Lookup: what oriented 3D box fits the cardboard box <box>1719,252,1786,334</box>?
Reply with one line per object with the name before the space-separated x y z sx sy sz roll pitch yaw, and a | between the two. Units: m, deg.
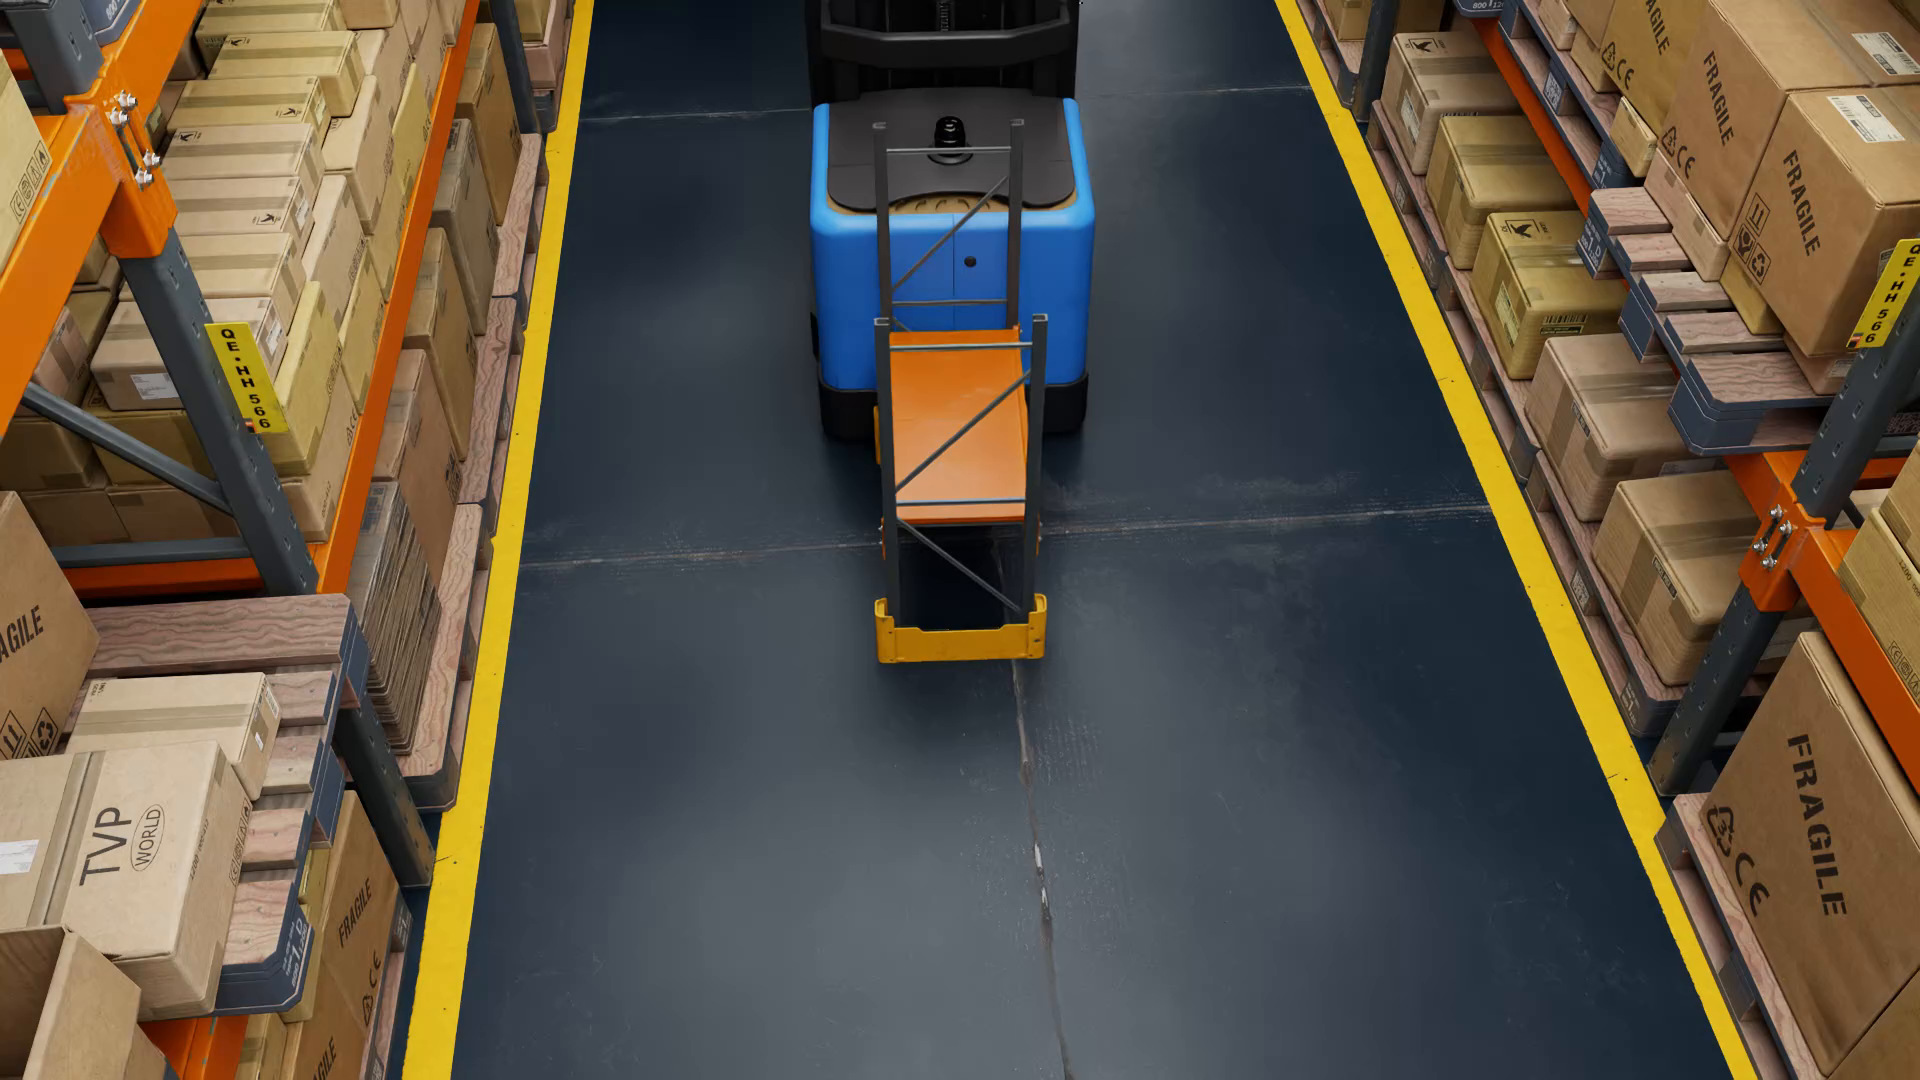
cardboard box | 2.426 -0.730 4.759 0.380 0.149 0.250 -3 47 -3

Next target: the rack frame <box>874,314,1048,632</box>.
rack frame | 0.003 -0.120 5.330 0.500 1.500 0.032 -2 47 -2

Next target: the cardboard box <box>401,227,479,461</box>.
cardboard box | -2.321 -0.694 6.188 0.875 0.625 0.625 -5 47 -5

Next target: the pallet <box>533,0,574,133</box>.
pallet | -2.523 -2.468 8.442 1.003 0.211 1.213 -3 47 -3

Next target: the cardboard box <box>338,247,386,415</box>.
cardboard box | -1.994 -0.603 4.859 0.500 0.250 0.500 -4 47 -4

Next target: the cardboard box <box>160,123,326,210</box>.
cardboard box | -2.002 -1.026 4.641 0.380 0.149 0.250 -3 47 -3

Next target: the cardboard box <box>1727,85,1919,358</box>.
cardboard box | 2.467 -0.852 4.428 0.500 0.500 0.500 -5 47 -4

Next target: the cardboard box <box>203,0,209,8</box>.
cardboard box | -2.601 -1.733 5.310 0.380 0.149 0.250 -3 47 -3

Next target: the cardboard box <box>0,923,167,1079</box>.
cardboard box | -1.843 1.035 2.843 0.797 0.503 0.637 -4 47 -4

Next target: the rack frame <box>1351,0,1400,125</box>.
rack frame | 2.448 -3.153 7.170 1.000 3.000 0.127 -3 47 -3

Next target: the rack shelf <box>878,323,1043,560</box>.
rack shelf | -0.017 -0.365 5.810 0.538 0.185 1.000 -2 47 -2

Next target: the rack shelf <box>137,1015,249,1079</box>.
rack shelf | -1.996 1.740 3.032 1.077 0.370 4.000 -3 47 -3

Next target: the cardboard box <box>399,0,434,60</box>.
cardboard box | -2.115 -1.887 5.731 0.500 0.250 0.500 -3 47 -3

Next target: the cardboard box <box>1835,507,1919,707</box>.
cardboard box | 2.573 0.162 4.134 0.500 0.250 0.500 -4 47 -4

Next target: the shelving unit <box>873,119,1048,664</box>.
shelving unit | -0.017 -0.482 5.673 0.587 1.500 1.083 -2 47 -2

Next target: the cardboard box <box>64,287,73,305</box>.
cardboard box | -2.526 -0.618 4.254 0.380 0.149 0.250 -2 47 -2

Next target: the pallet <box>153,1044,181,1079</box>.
pallet | -1.996 1.518 2.879 1.003 0.211 1.213 -3 47 -3

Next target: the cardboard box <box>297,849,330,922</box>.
cardboard box | -1.870 0.879 4.337 0.380 0.149 0.250 -6 47 -5

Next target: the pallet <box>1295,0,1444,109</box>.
pallet | 2.356 -2.678 8.641 1.003 0.211 1.213 -3 47 -3

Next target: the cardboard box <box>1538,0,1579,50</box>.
cardboard box | 2.260 -1.847 5.818 0.380 0.149 0.250 -2 47 -2

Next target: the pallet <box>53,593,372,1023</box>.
pallet | -2.037 0.597 3.750 1.213 0.211 1.003 -3 47 -3

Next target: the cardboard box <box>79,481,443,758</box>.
cardboard box | -2.202 0.265 5.279 0.875 0.625 0.625 -2 47 -2

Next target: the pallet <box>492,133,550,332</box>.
pallet | -2.398 -1.359 7.392 1.003 0.211 1.213 -3 47 -3

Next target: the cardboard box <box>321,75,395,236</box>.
cardboard box | -2.024 -1.153 5.035 0.500 0.250 0.500 -5 47 -4

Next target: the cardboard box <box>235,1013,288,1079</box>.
cardboard box | -1.838 1.268 3.969 0.380 0.149 0.250 -5 47 -5

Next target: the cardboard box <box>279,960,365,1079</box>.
cardboard box | -1.882 1.416 4.275 0.500 0.500 0.500 -4 47 -4

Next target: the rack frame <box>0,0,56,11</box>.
rack frame | -2.163 -2.018 1.963 1.000 3.000 0.127 -3 47 -3

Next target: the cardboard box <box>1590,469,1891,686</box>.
cardboard box | 2.745 0.091 5.619 0.950 0.372 0.625 -6 47 -6

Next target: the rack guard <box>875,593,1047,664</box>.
rack guard | 0.003 0.309 5.785 0.587 0.250 0.087 -2 47 -2

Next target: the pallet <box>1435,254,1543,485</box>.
pallet | 2.620 -0.746 6.811 1.003 0.211 1.213 -3 47 -3

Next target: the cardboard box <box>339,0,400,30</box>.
cardboard box | -2.013 -1.763 5.338 0.380 0.149 0.250 -5 47 -4

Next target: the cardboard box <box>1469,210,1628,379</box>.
cardboard box | 2.618 -0.992 6.644 0.950 0.372 0.625 -2 47 -2

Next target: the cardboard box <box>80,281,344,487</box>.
cardboard box | -1.932 -0.413 4.334 0.500 0.250 0.500 -4 47 -3

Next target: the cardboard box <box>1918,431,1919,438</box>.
cardboard box | 2.580 -0.266 3.678 0.500 0.500 0.500 -5 47 -5

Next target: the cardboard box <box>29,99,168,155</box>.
cardboard box | -2.521 -1.176 4.782 0.380 0.149 0.250 -4 47 -4

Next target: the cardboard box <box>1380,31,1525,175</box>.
cardboard box | 2.494 -2.015 7.613 0.950 0.372 0.625 -3 47 -3

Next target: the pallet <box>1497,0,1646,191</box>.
pallet | 2.576 -1.623 5.853 1.003 0.211 1.213 -3 47 -3

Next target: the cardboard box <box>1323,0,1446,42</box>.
cardboard box | 2.130 -2.764 8.406 0.500 0.250 0.500 -2 47 -1

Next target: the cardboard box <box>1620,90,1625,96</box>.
cardboard box | 2.415 -1.480 5.469 0.380 0.149 0.250 -3 47 -3

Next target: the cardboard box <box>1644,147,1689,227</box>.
cardboard box | 2.347 -1.092 5.102 0.380 0.149 0.250 -5 47 -5

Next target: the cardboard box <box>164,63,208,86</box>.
cardboard box | -2.596 -1.480 5.345 0.500 0.250 0.500 -4 47 -4

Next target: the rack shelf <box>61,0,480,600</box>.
rack shelf | -2.331 -1.154 5.773 1.077 0.370 4.000 -3 47 -3

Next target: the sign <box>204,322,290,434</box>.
sign | -1.623 -0.365 3.787 0.100 0.325 0.005 -3 47 -3

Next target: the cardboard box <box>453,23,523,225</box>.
cardboard box | -2.443 -1.800 7.235 0.875 0.625 0.625 -2 47 -2

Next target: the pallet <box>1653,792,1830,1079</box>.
pallet | 2.773 1.275 4.897 1.003 0.211 1.213 -3 47 -3

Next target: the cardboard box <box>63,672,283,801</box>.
cardboard box | -1.726 0.439 3.652 0.380 0.149 0.250 -3 47 -3

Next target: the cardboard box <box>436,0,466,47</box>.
cardboard box | -2.148 -2.085 6.262 0.500 0.250 0.500 -4 47 -4

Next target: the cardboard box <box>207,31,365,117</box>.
cardboard box | -2.015 -1.394 4.989 0.380 0.149 0.250 -3 47 -2

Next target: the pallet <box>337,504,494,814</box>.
pallet | -2.193 0.406 5.720 1.003 0.211 1.213 -3 47 -3

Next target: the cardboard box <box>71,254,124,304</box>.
cardboard box | -2.523 -0.753 4.656 0.500 0.250 0.500 -3 47 -3

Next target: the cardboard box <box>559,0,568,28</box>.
cardboard box | -2.267 -2.784 8.426 0.500 0.250 0.500 -4 47 -4

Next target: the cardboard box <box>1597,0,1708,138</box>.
cardboard box | 2.370 -1.591 5.128 0.500 0.500 0.500 -6 47 -6

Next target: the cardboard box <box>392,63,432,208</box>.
cardboard box | -2.086 -1.351 5.567 0.500 0.250 0.500 -2 47 -2

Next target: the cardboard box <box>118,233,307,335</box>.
cardboard box | -1.920 -0.654 4.288 0.380 0.149 0.250 -3 47 -2

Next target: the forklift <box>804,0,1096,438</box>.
forklift | -0.082 -2.471 6.571 1.130 2.935 3.031 -2 47 -2

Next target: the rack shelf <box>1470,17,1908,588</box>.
rack shelf | 2.615 -1.459 6.061 1.077 0.370 4.000 -3 47 -3
